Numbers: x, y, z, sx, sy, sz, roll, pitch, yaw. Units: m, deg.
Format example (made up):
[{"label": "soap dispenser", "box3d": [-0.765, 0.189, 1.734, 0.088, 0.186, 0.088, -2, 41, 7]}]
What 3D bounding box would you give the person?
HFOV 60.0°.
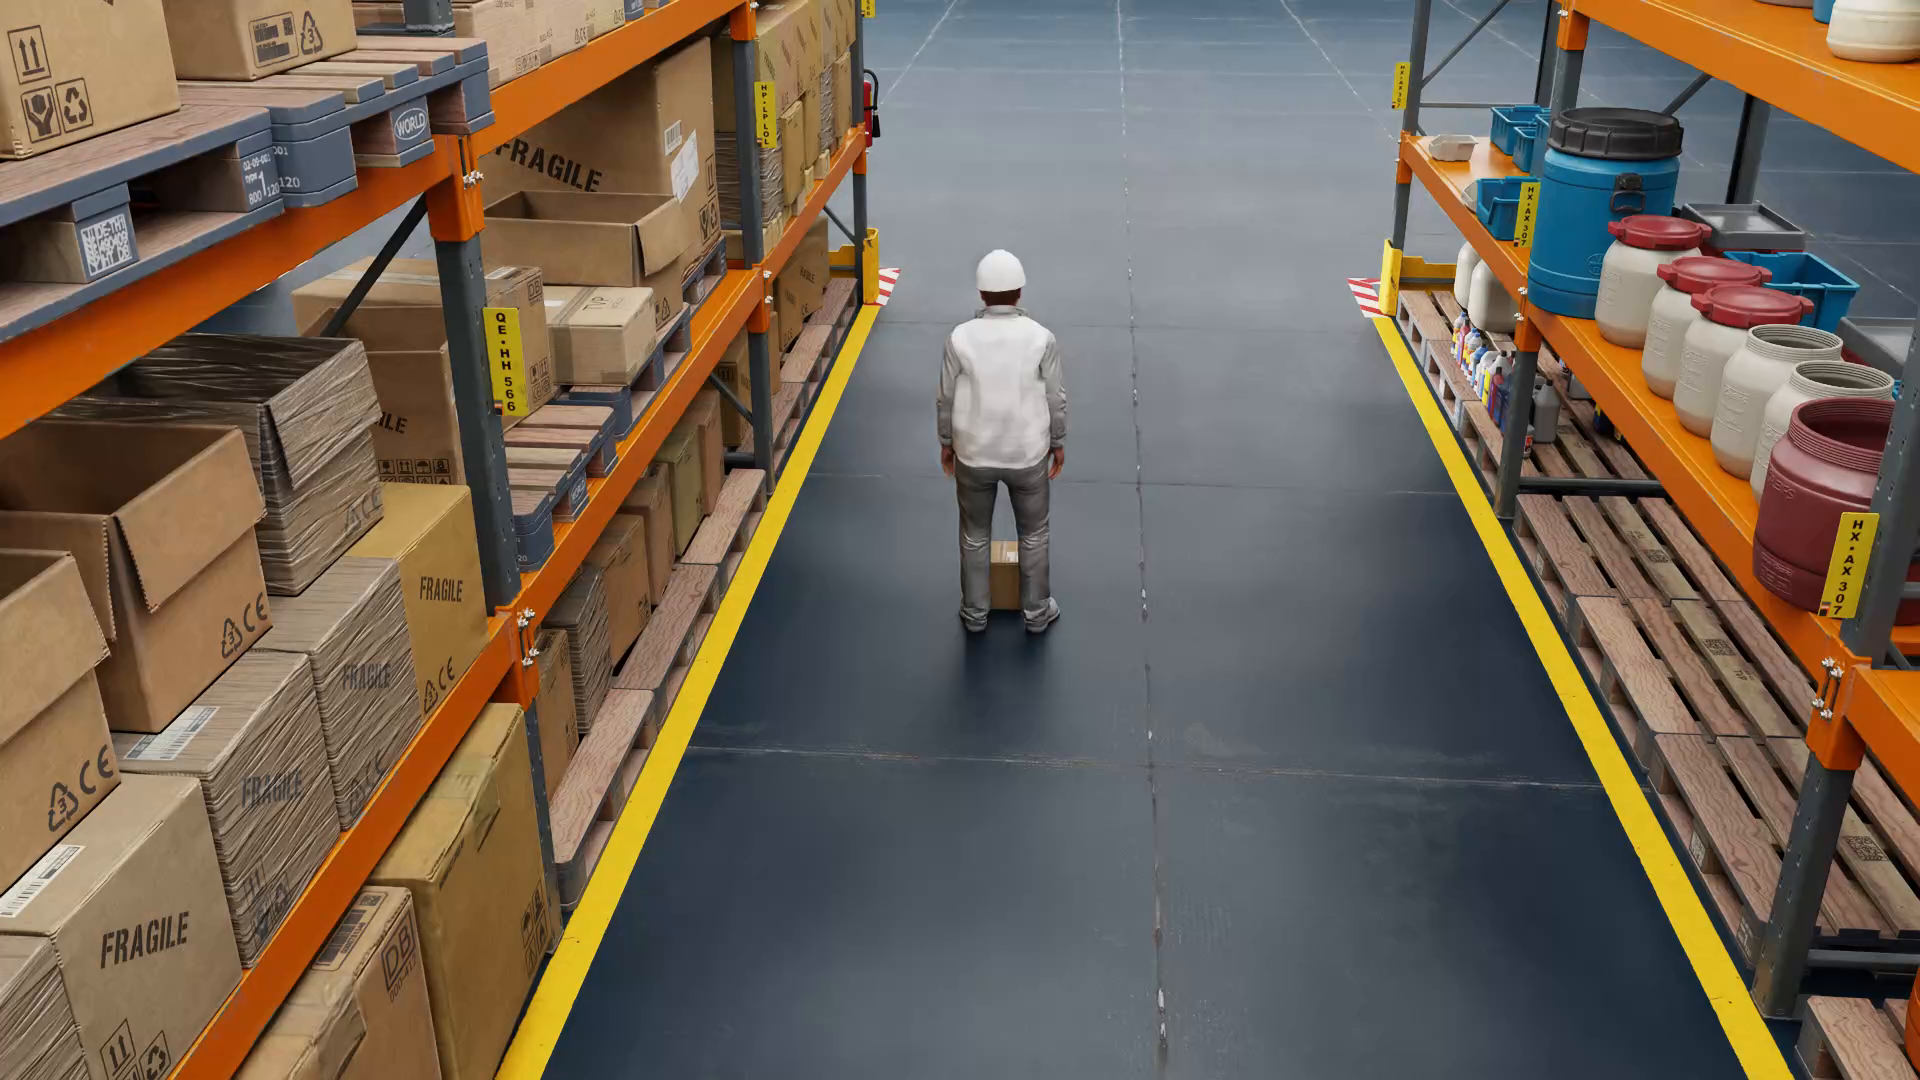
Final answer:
[{"label": "person", "box3d": [0.189, -0.418, 7.495, 0.581, 1.771, 0.464, 2, 24, 4]}]
